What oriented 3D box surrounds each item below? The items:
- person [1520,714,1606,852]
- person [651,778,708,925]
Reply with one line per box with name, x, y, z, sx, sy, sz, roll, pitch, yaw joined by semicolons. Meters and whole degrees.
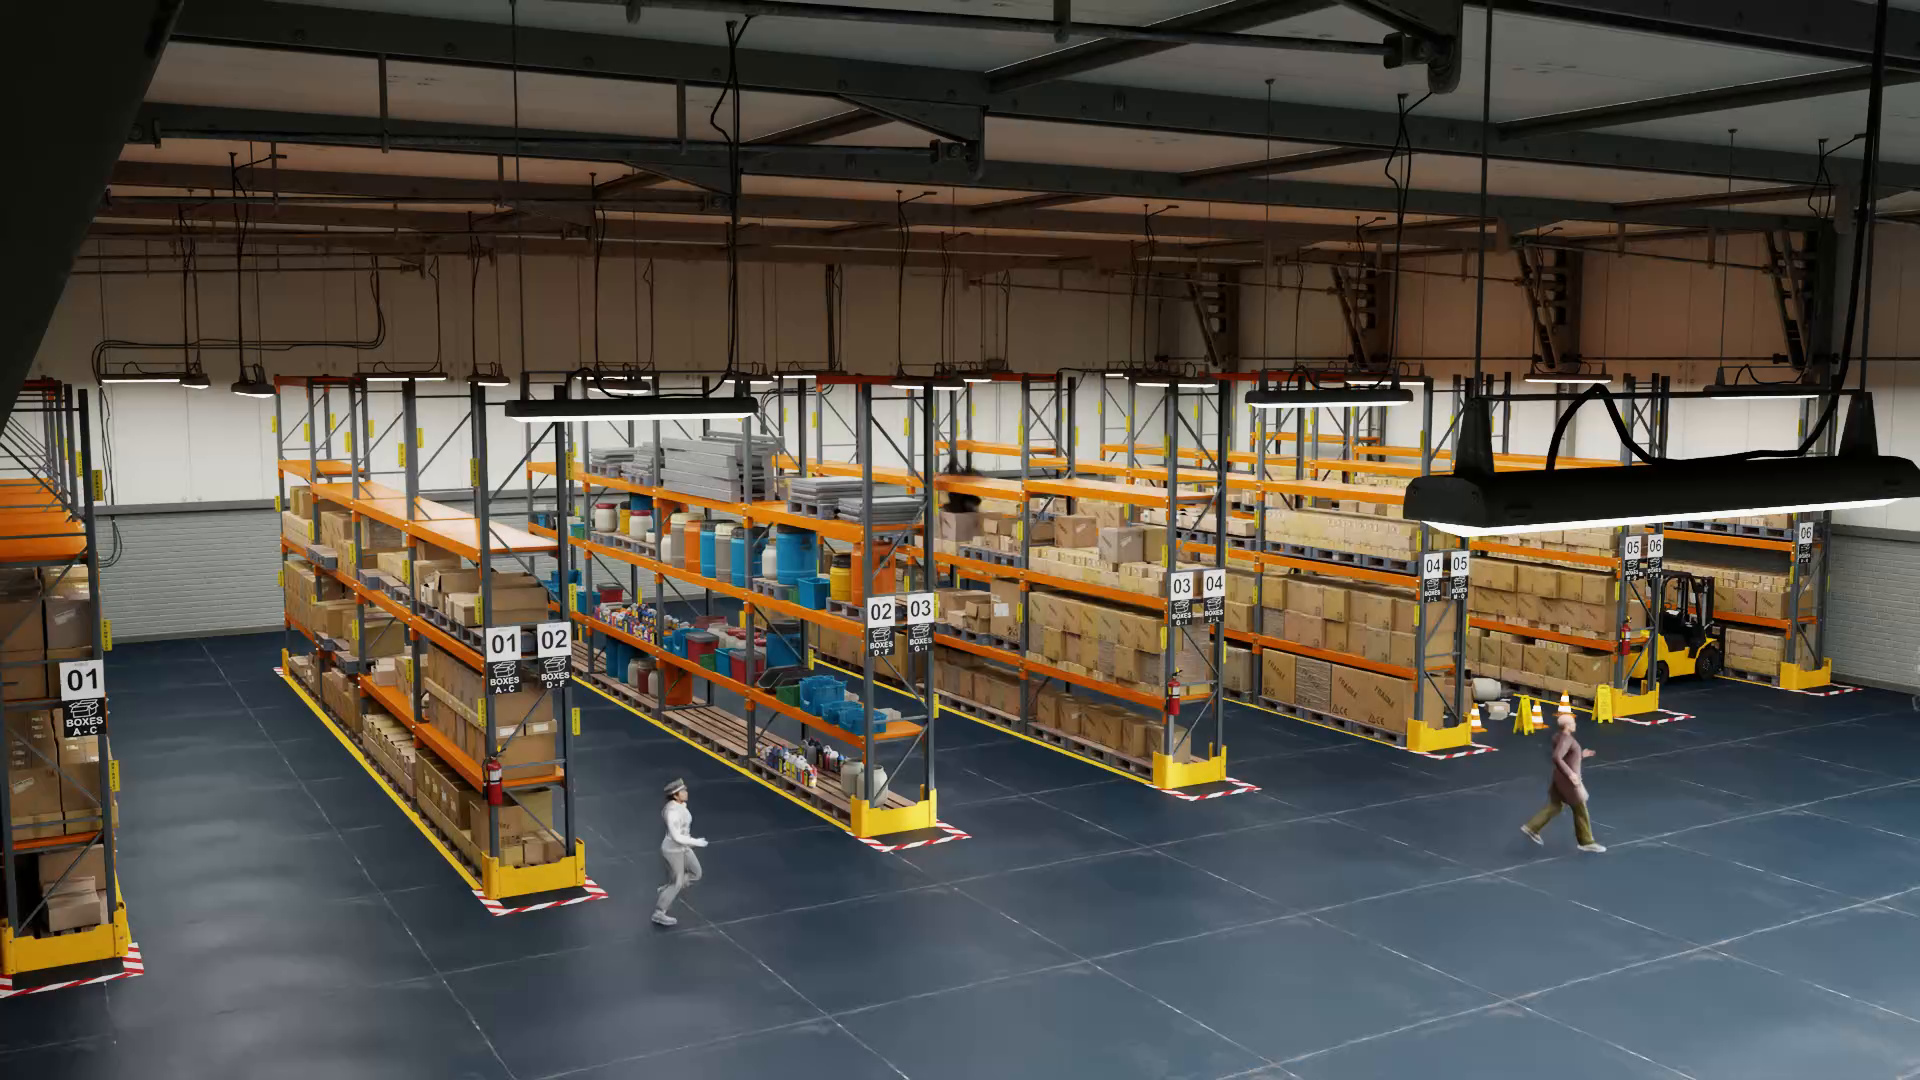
person;7.737;3.096;21.250;1.064;1.765;0.703;0;6;0
person;-3.137;3.473;18.680;0.629;1.658;0.649;0;6;-1
